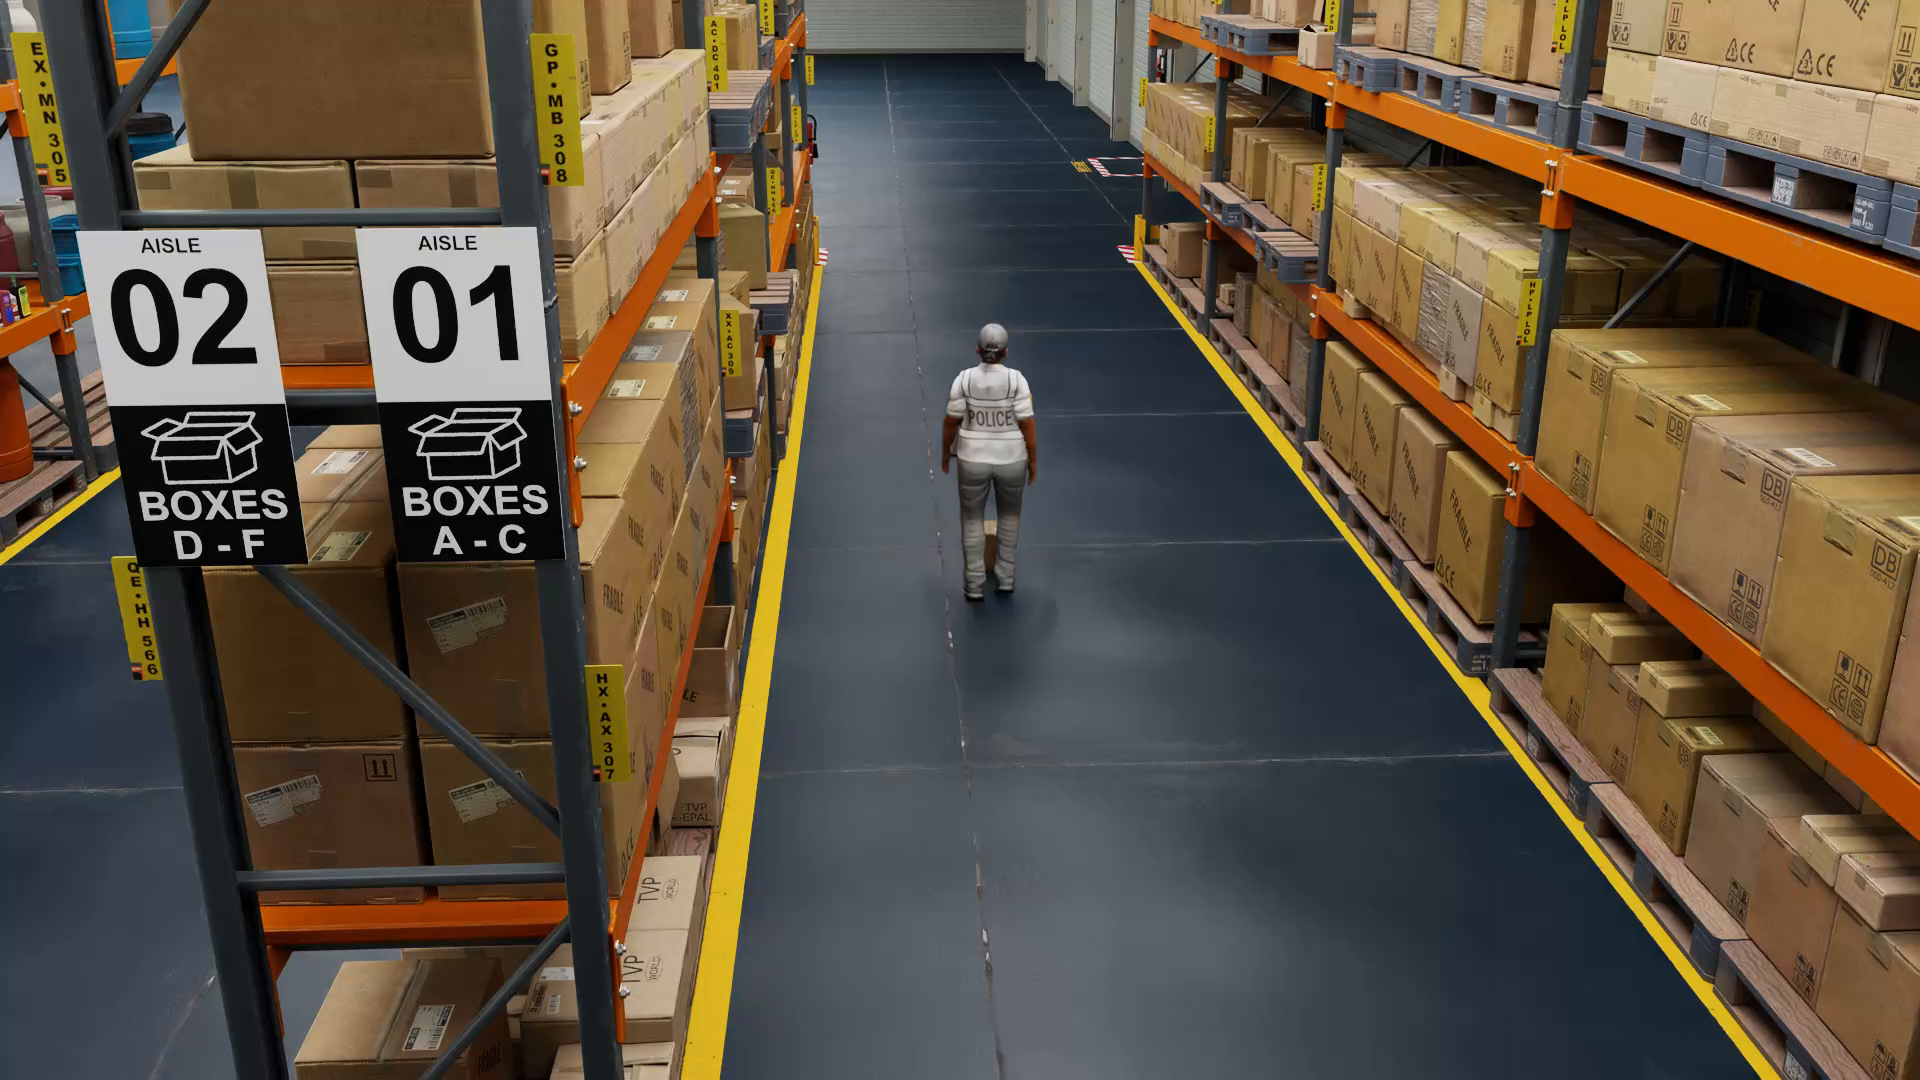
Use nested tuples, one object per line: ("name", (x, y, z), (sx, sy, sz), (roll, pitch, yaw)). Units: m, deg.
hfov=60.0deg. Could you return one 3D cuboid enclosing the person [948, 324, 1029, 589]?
("person", (0.165, -0.490, 9.802), (0.474, 1.582, 0.388), (-1, 21, -2))
